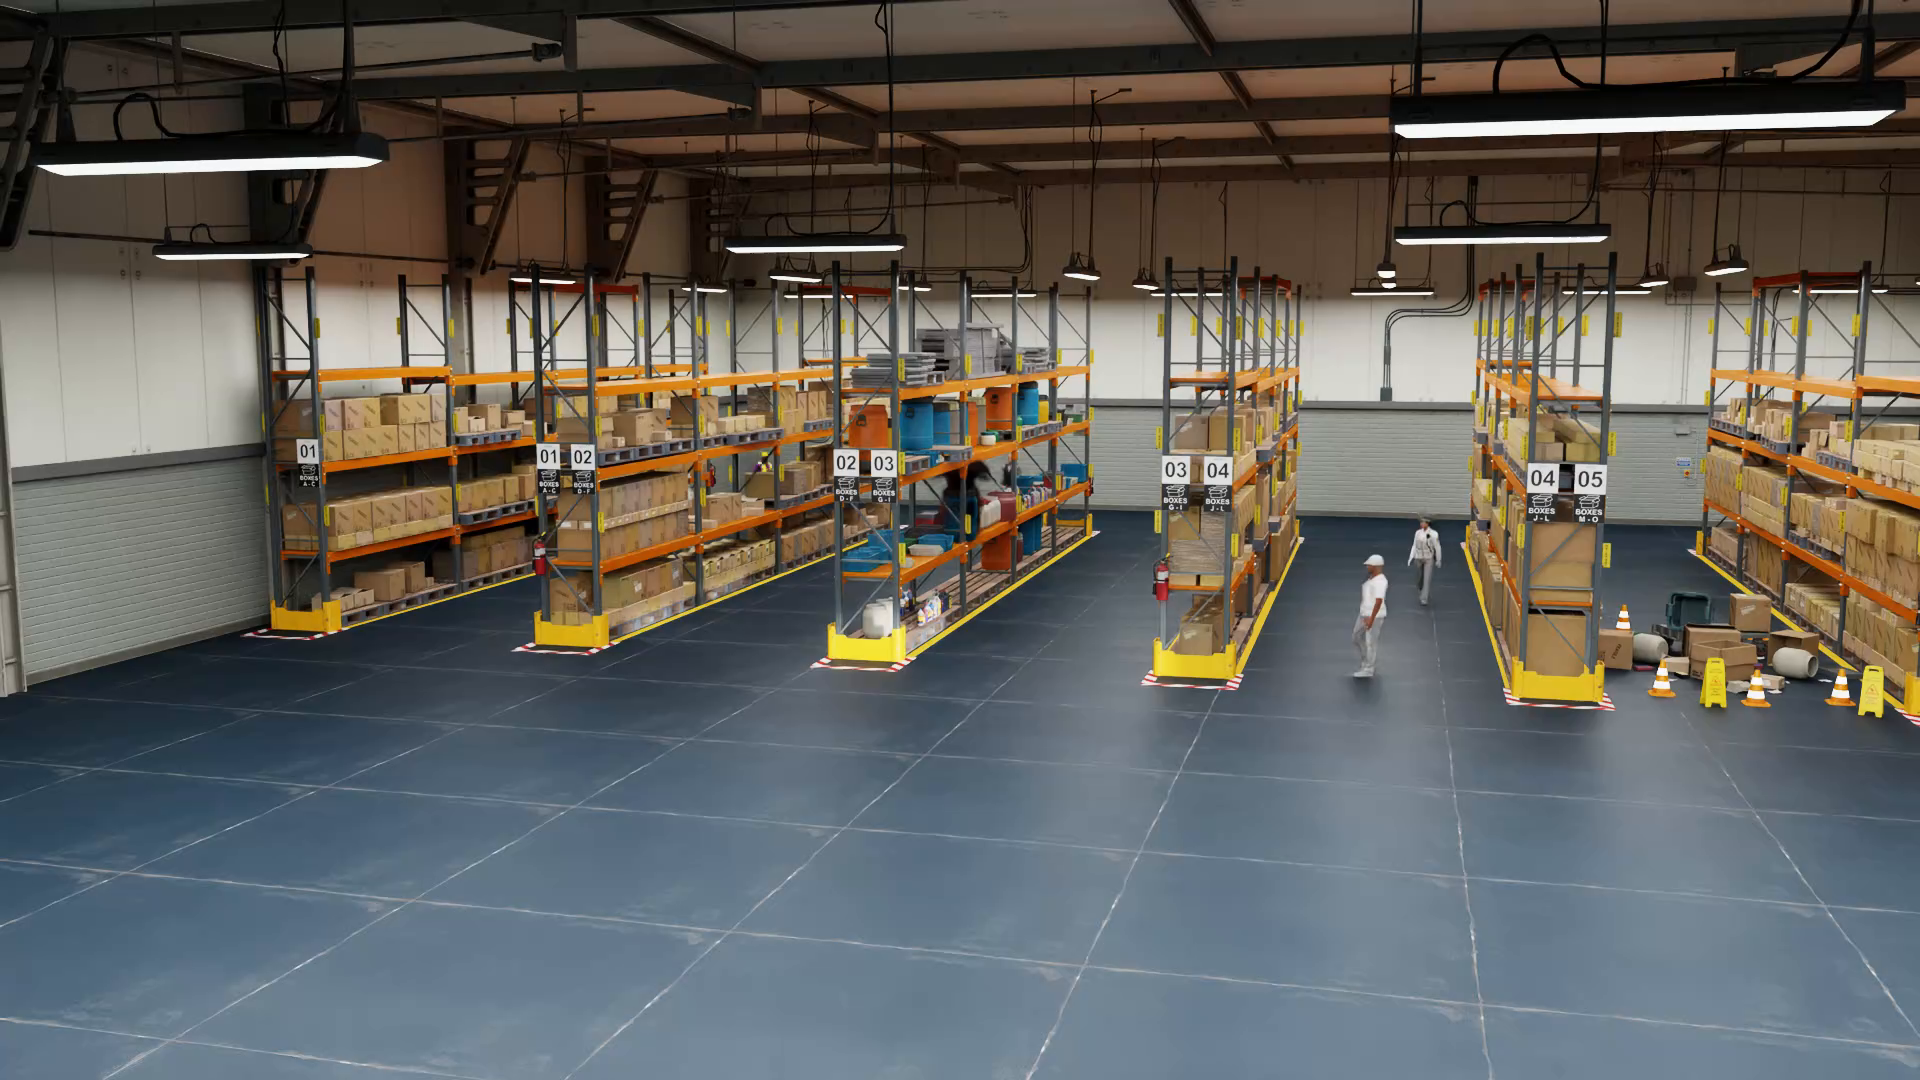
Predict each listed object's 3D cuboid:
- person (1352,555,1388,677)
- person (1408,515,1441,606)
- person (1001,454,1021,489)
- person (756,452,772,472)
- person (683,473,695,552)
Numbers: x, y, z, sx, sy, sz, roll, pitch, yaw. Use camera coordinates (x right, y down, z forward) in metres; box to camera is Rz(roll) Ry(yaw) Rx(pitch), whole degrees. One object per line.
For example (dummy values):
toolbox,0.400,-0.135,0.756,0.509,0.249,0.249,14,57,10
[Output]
person,5.914,1.114,23.981,0.511,1.801,0.589,-2,7,-15
person,8.481,0.351,30.333,0.573,1.634,0.964,3,8,22
person,1.334,-1.377,43.645,0.511,1.772,0.492,-5,9,-34
person,-5.232,-1.483,44.197,0.677,1.740,0.574,2,8,18
person,-6.165,-0.645,37.463,0.431,1.788,0.628,1,7,8
